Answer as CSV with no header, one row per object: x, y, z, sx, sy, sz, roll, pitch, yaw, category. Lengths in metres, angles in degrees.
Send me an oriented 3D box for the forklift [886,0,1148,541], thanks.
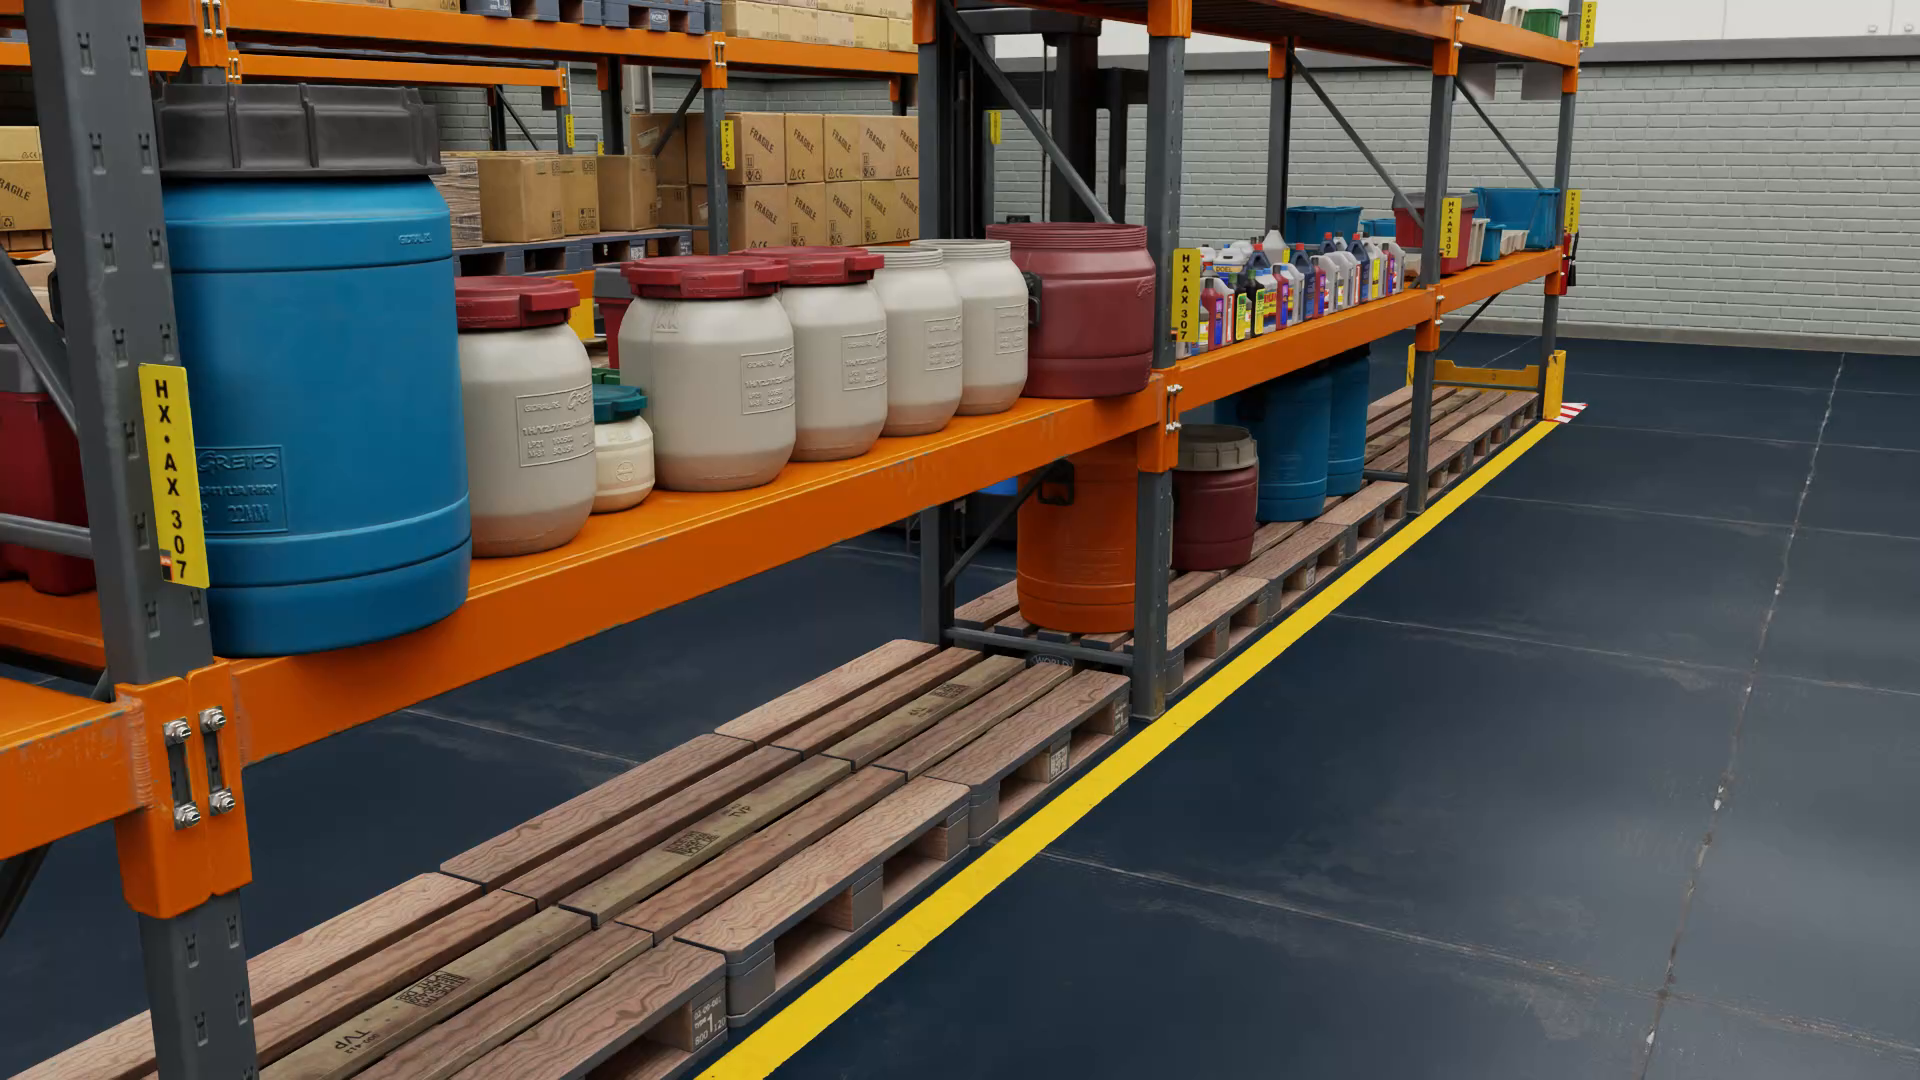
0.548,-1.713,9.885,1.130,2.935,3.031,7,15,27,forklift

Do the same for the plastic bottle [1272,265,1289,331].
1.401,-1.071,7.323,0.061,0.283,0.133,7,15,28,plastic bottle

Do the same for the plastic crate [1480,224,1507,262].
3.409,-1.982,11.083,0.416,0.233,0.300,7,15,28,plastic crate

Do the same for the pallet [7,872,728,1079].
-1.278,1.168,3.740,1.003,0.211,1.213,7,15,28,pallet

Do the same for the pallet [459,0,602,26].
-2.966,-3.254,10.131,1.213,0.211,1.003,7,15,28,pallet

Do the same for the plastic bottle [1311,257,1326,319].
1.667,-1.183,7.791,0.061,0.283,0.133,7,15,28,plastic bottle

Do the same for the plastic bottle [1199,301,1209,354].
0.930,-0.839,6.539,0.097,0.201,0.097,0,14,0,plastic bottle

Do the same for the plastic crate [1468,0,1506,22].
3.085,-3.282,10.127,0.497,0.269,0.590,7,15,28,plastic crate

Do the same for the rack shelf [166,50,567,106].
-5.462,-4.305,15.626,1.077,0.370,4.000,7,15,28,rack shelf

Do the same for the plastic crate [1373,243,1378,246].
2.550,-1.819,10.639,0.437,0.125,0.590,7,15,28,plastic crate

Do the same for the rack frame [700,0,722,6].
-2.090,-5.142,11.163,1.000,3.000,0.127,7,15,28,rack frame

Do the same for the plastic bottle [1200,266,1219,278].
1.245,-1.268,8.315,0.097,0.201,0.097,0,14,0,plastic bottle

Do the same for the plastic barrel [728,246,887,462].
-0.405,-0.499,4.415,0.433,0.535,0.433,0,14,0,plastic barrel

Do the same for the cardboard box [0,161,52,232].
-7.156,-2.555,12.341,0.500,0.500,0.500,8,16,30,cardboard box

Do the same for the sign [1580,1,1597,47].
4.667,-3.833,12.355,0.100,0.325,0.005,7,15,28,sign

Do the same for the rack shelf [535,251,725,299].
-3.057,-1.466,10.248,1.077,0.370,4.000,7,15,28,rack shelf

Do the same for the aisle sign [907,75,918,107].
-0.381,-4.358,15.161,0.394,0.787,0.004,7,15,28,aisle sign

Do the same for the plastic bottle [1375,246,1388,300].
2.160,-1.411,8.751,0.152,0.276,0.135,7,15,28,plastic bottle

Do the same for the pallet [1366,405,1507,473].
3.154,-0.715,11.548,1.003,0.211,1.213,7,15,28,pallet

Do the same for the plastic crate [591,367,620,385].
-1.029,-0.309,4.367,0.450,0.188,0.662,7,15,28,plastic crate

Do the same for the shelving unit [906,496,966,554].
-0.127,-0.378,8.683,0.258,0.900,0.210,7,15,27,shelving unit

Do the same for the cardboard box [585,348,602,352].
-2.786,-1.042,11.351,0.500,0.500,0.500,8,16,29,cardboard box

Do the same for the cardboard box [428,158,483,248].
-3.209,-1.966,9.679,0.700,0.500,0.500,11,17,38,cardboard box

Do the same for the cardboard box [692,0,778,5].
-1.638,-3.926,11.771,0.500,0.250,0.500,7,15,28,cardboard box

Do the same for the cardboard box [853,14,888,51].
-0.912,-3.990,13.105,0.500,0.250,0.500,7,15,28,cardboard box

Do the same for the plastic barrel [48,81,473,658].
-1.171,-0.311,2.855,0.600,0.901,0.708,7,15,28,plastic barrel

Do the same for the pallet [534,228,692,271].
-2.572,-1.981,11.260,1.003,0.211,1.213,7,15,28,pallet

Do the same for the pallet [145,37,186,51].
-6.828,-3.958,13.058,0.805,0.209,1.217,7,15,26,pallet

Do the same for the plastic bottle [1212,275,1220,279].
1.053,-0.955,6.871,0.097,0.271,0.097,0,14,0,plastic bottle

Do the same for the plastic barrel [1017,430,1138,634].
0.532,-0.095,6.760,0.600,0.830,0.708,7,15,28,plastic barrel

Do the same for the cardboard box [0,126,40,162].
-7.178,-2.916,12.238,0.500,0.250,0.500,7,15,27,cardboard box

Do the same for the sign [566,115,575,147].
-4.026,-4.221,17.165,0.100,0.325,0.005,7,15,28,sign

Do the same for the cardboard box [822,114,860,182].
-1.118,-3.037,12.882,0.500,0.500,0.500,7,15,26,cardboard box

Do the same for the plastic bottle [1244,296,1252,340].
1.171,-0.942,6.964,0.097,0.201,0.097,0,14,0,plastic bottle

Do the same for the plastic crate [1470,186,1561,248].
4.179,-2.441,12.555,0.616,0.435,0.499,7,15,28,plastic crate

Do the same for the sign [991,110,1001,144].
0.320,-3.696,14.819,0.100,0.325,0.005,7,15,28,sign

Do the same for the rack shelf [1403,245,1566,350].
3.211,-1.724,11.321,1.077,0.370,4.000,7,15,28,rack shelf

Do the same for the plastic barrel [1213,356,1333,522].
1.624,-0.593,8.674,0.600,0.901,0.708,7,15,28,plastic barrel

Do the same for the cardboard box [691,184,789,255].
-1.605,-2.348,12.160,0.500,0.500,0.500,8,16,30,cardboard box

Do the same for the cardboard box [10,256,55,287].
-4.626,-1.200,7.802,0.500,0.311,0.500,7,15,27,cardboard box

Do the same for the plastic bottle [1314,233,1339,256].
1.871,-1.393,8.515,0.144,0.351,0.185,7,15,28,plastic bottle

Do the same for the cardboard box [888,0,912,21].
-0.668,-4.336,13.471,0.500,0.250,0.500,7,15,28,cardboard box

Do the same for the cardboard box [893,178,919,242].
-0.629,-2.764,13.884,0.500,0.500,0.500,8,15,28,cardboard box

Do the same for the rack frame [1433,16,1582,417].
4.178,-2.485,12.939,1.000,3.000,0.127,7,15,28,rack frame

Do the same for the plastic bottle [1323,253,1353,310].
1.851,-1.280,8.208,0.152,0.276,0.135,7,15,28,plastic bottle

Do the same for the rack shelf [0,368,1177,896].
-0.656,-0.083,4.513,1.077,0.370,4.000,7,15,28,rack shelf

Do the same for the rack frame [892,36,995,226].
-0.157,-3.047,15.270,1.000,3.000,0.127,7,15,28,rack frame

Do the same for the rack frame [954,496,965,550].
-0.080,-0.400,8.771,0.240,0.900,0.006,7,15,27,rack frame

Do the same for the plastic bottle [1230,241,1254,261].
1.510,-1.477,9.023,0.152,0.276,0.135,7,15,28,plastic bottle
